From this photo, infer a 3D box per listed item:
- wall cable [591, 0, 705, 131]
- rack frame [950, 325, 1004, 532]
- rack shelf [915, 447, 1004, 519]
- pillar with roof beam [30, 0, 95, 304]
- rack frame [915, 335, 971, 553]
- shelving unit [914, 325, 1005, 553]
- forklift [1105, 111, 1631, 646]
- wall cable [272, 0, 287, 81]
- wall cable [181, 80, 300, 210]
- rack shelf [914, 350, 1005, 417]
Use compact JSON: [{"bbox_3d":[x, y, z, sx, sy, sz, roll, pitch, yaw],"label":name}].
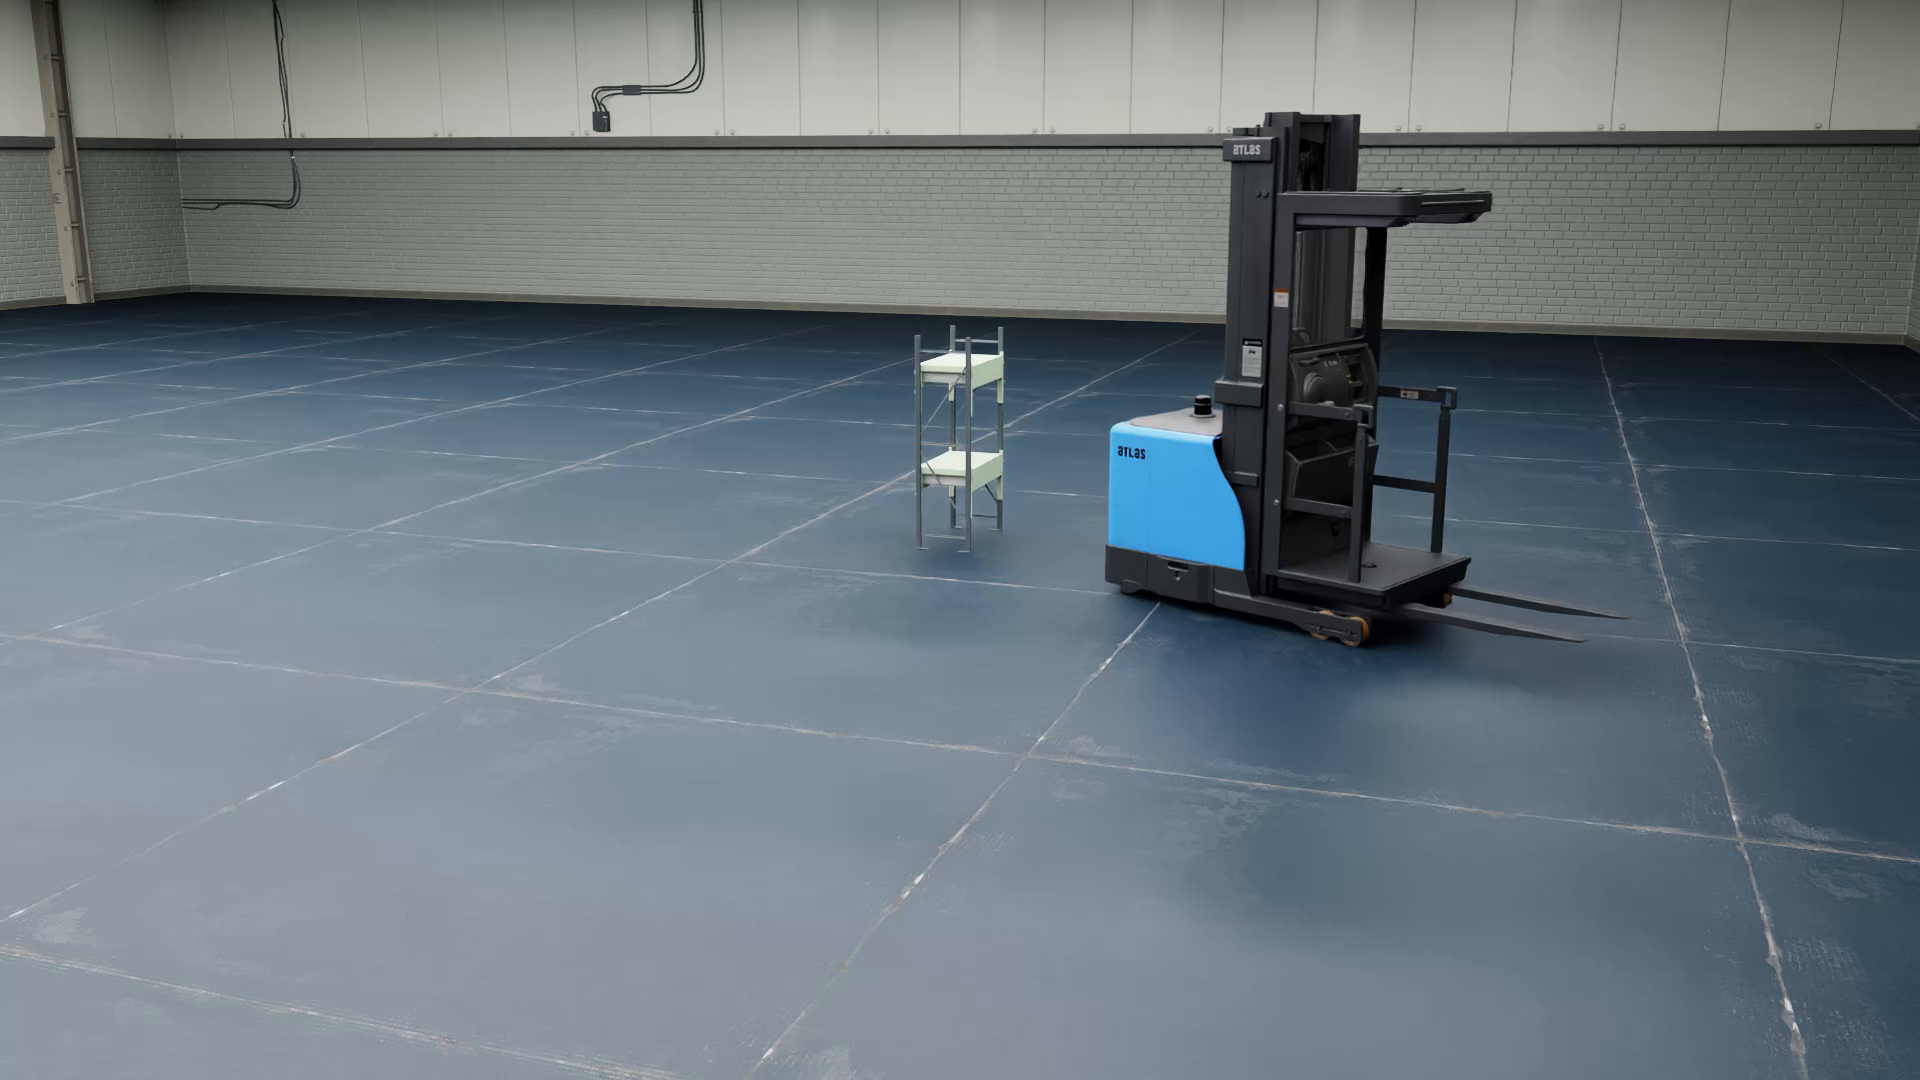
[{"bbox_3d":[-5.699,-10.430,29.820,2.305,6.003,0.169,4,14,18],"label":"wall cable"},{"bbox_3d":[0.121,-0.810,12.165,0.400,1.500,0.023,4,14,18],"label":"rack frame"},{"bbox_3d":[0.002,-0.415,11.900,0.431,0.370,0.720,4,14,18],"label":"rack shelf"},{"bbox_3d":[-12.808,-8.624,29.549,9.100,9.000,0.400,4,14,18],"label":"pillar with roof beam"},{"bbox_3d":[-0.116,-0.656,11.490,0.400,1.500,0.023,4,14,18],"label":"rack frame"},{"bbox_3d":[0.002,-0.733,11.827,0.431,1.500,0.755,4,14,18],"label":"shelving unit"},{"bbox_3d":[2.349,-0.963,9.620,3.031,2.935,1.130,11,17,41],"label":"forklift"},{"bbox_3d":[-12.117,-10.213,32.138,3.097,2.526,0.112,4,14,18],"label":"wall cable"},{"bbox_3d":[-14.677,-7.945,33.553,3.097,2.526,0.112,4,14,18],"label":"wall cable"},{"bbox_3d":[0.002,-1.113,11.740,0.431,0.370,0.720,4,14,18],"label":"rack shelf"}]
